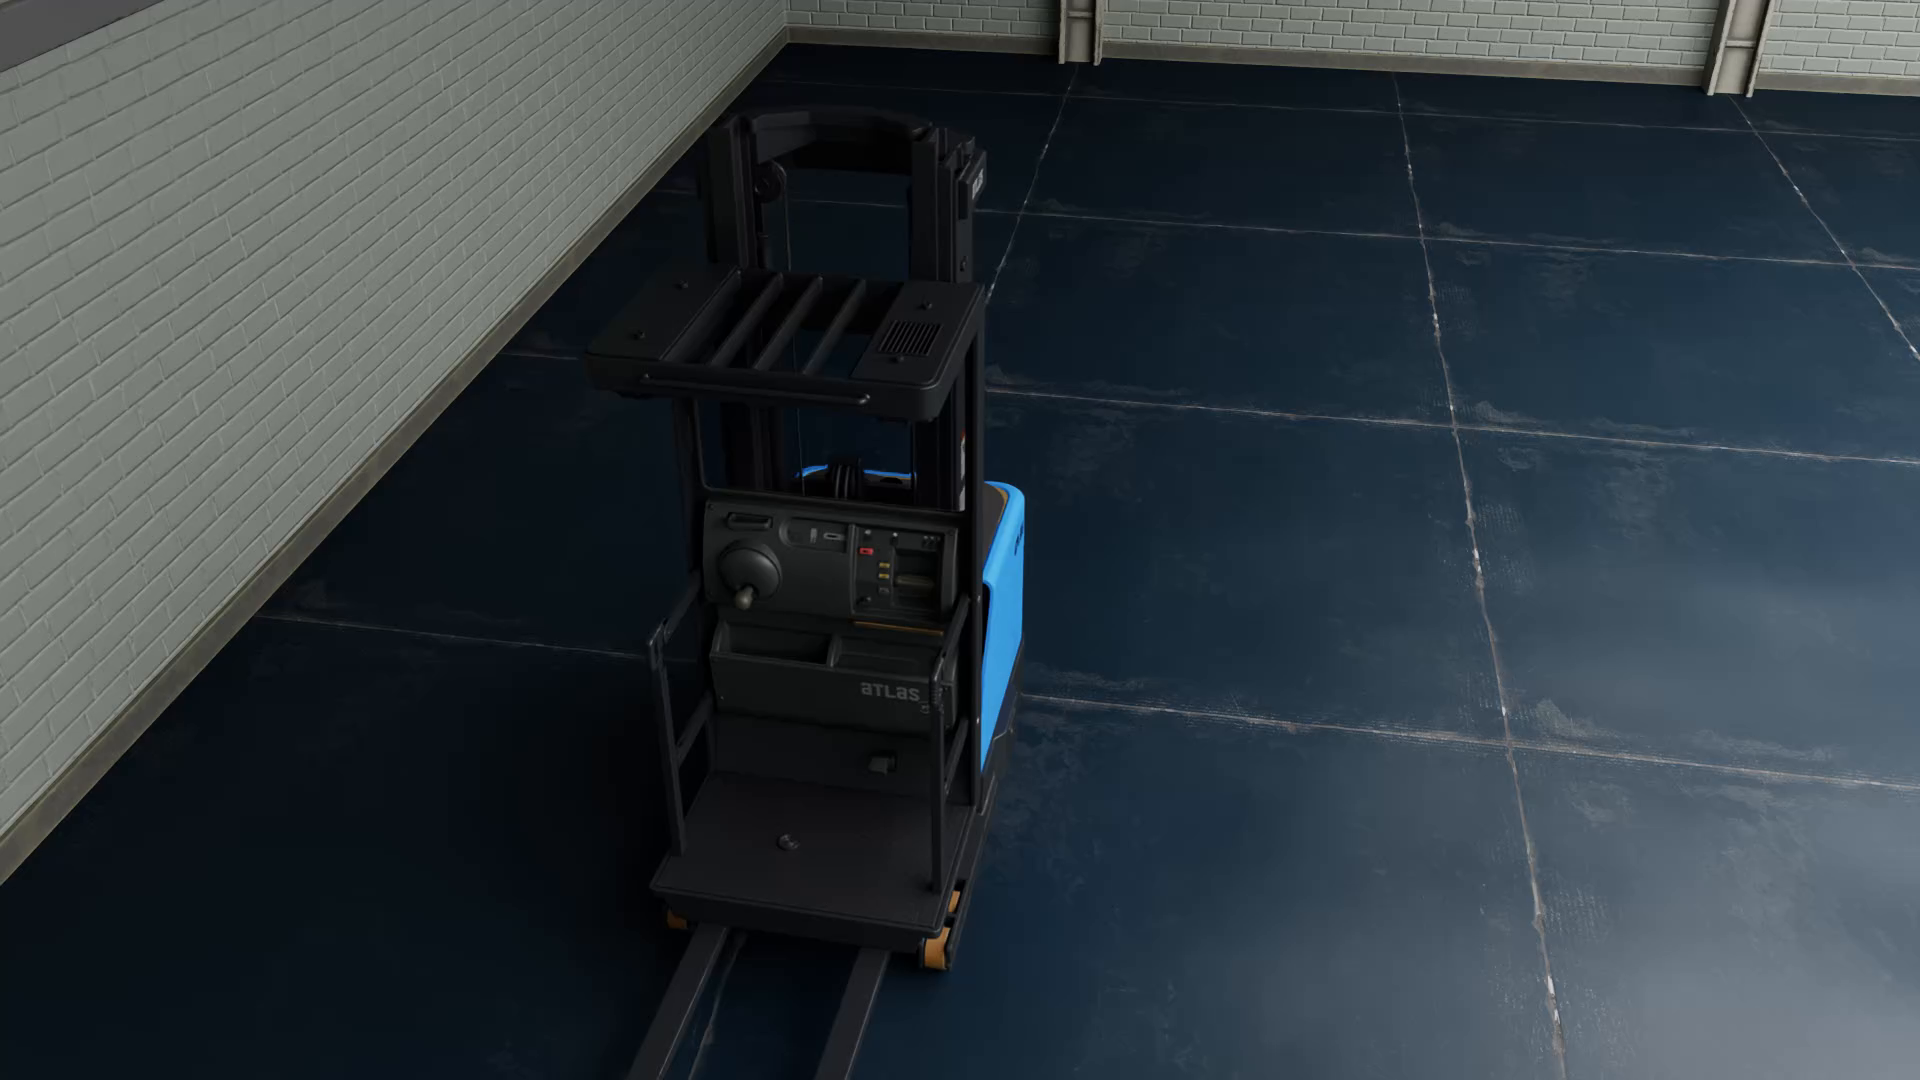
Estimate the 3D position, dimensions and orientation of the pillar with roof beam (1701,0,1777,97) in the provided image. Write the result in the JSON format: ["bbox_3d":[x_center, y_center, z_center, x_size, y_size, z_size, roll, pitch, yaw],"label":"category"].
[{"bbox_3d":[6.364,-5.718,9.404,0.400,9.000,9.100,5,32,8],"label":"pillar with roof beam"}]

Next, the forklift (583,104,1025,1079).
[{"bbox_3d":[-0.510,0.140,5.763,1.130,2.935,3.031,6,33,10],"label":"forklift"}]

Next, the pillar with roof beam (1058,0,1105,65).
[{"bbox_3d":[0.449,-6.254,10.260,0.400,9.000,9.100,5,32,8],"label":"pillar with roof beam"}]
